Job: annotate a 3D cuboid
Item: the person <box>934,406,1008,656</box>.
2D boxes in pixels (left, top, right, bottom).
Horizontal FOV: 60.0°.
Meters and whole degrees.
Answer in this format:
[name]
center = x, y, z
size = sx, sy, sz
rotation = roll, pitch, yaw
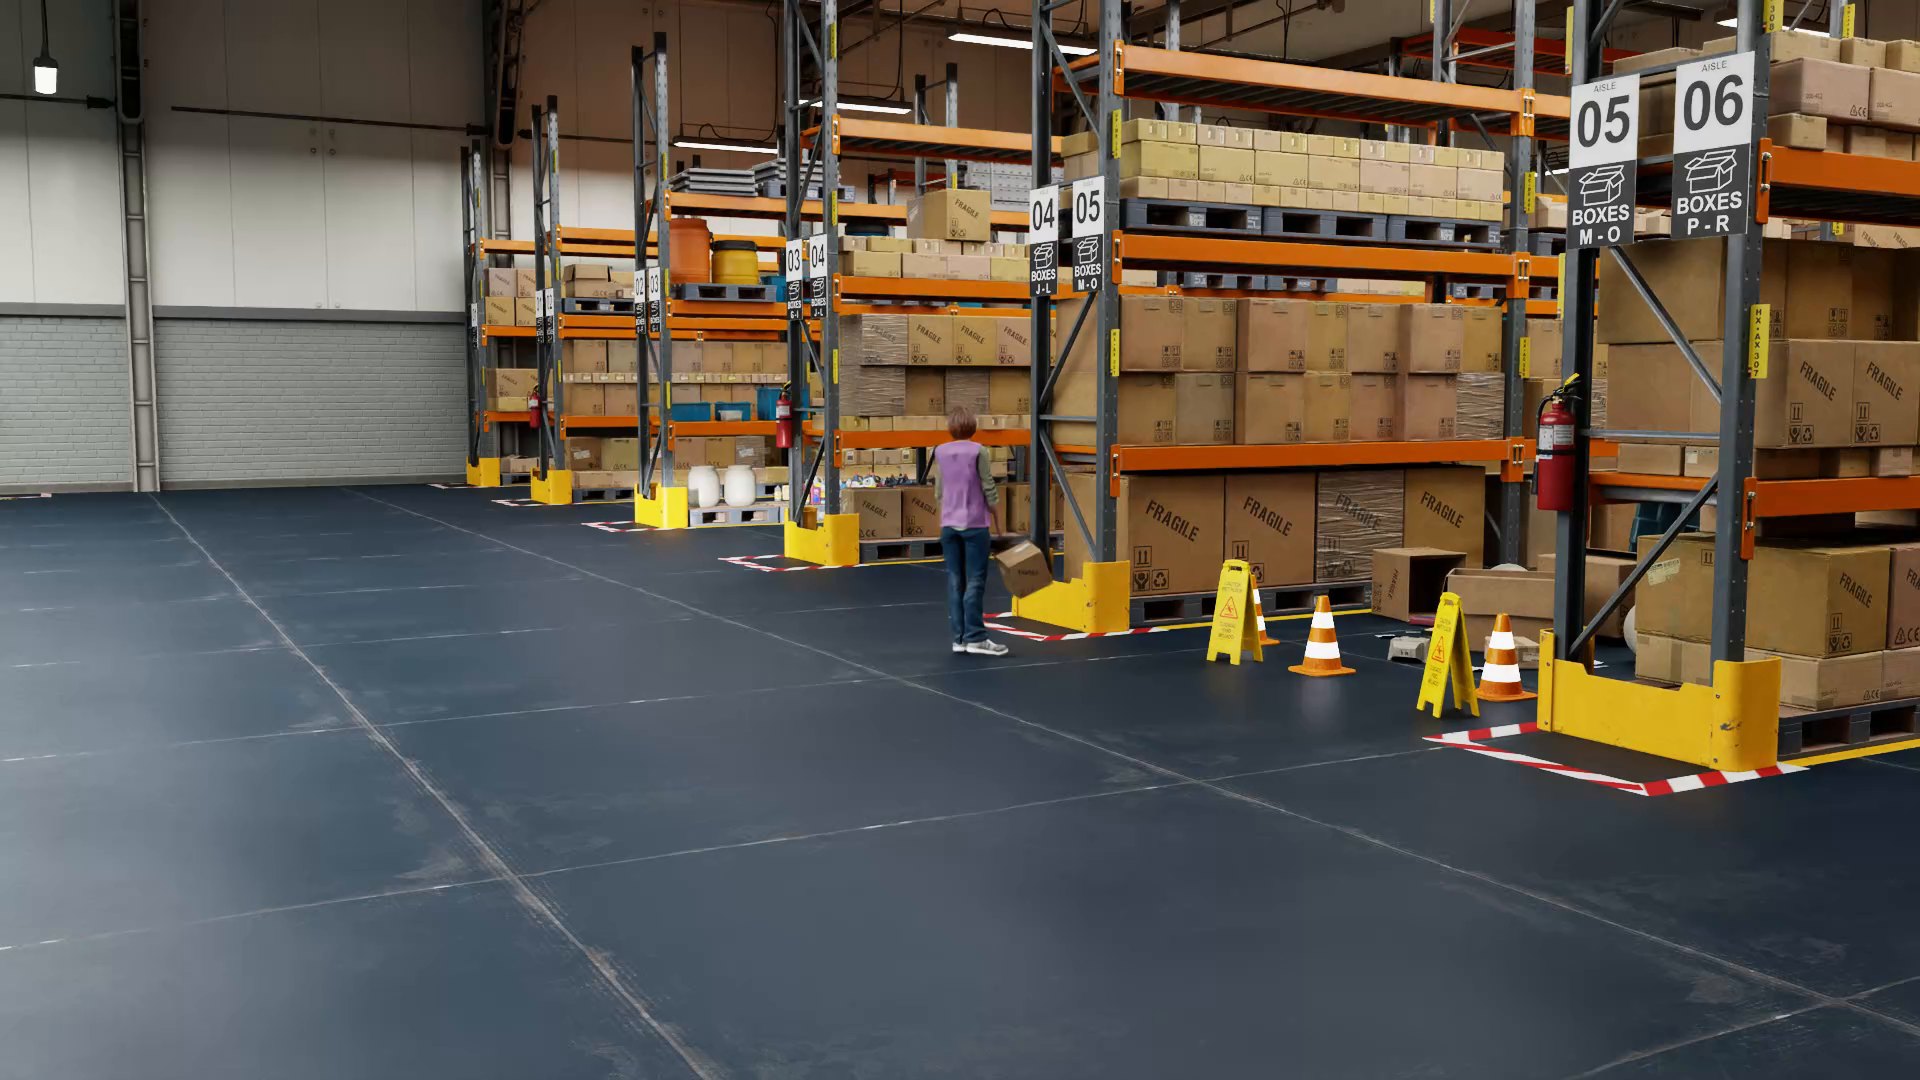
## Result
[person]
center = 0.078, -0.067, 10.799
size = 0.517, 1.605, 0.343
rotation = 3, 6, 28
